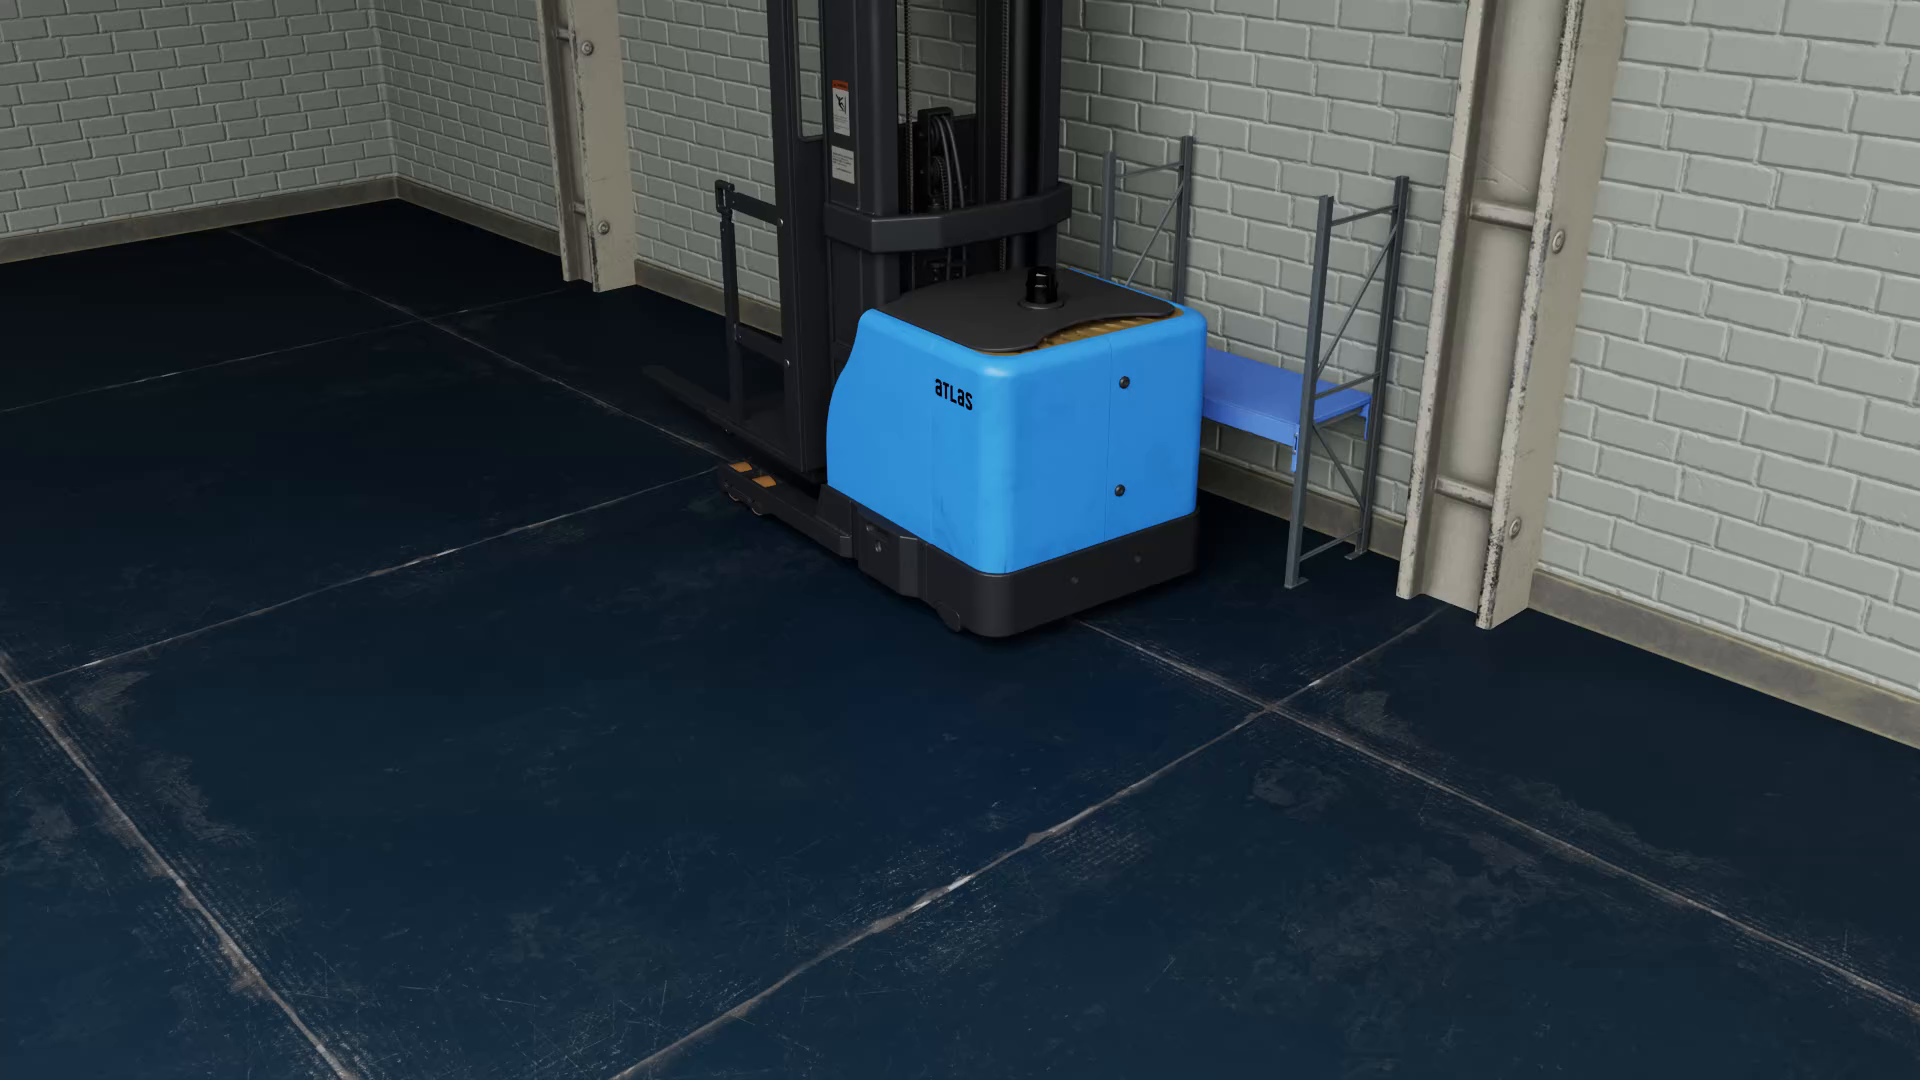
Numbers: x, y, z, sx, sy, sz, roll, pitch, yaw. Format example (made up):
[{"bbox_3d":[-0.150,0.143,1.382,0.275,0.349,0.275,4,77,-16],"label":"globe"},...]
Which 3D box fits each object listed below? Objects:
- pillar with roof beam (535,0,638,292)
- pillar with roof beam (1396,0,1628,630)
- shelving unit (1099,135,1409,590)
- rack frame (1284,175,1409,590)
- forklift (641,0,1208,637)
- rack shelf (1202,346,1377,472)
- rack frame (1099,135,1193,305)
[{"bbox_3d":[-5.350,-4.467,5.700,9.100,9.000,0.400,-21,32,-38],"label":"pillar with roof beam"},{"bbox_3d":[-1.249,-2.649,1.715,9.100,9.000,0.400,-21,32,-38],"label":"pillar with roof beam"},{"bbox_3d":[1.090,-0.724,6.529,0.538,1.500,1.048,-21,32,-38],"label":"shelving unit"},{"bbox_3d":[1.433,-0.568,6.188,0.500,1.500,0.032,-21,32,-38],"label":"rack frame"},{"bbox_3d":[-0.375,-1.543,6.601,1.130,2.935,3.031,-17,30,-33],"label":"forklift"},{"bbox_3d":[1.090,-0.560,6.604,0.538,0.185,1.000,-21,32,-38],"label":"rack shelf"},{"bbox_3d":[0.746,-0.879,6.870,0.500,1.500,0.032,-21,32,-38],"label":"rack frame"}]
